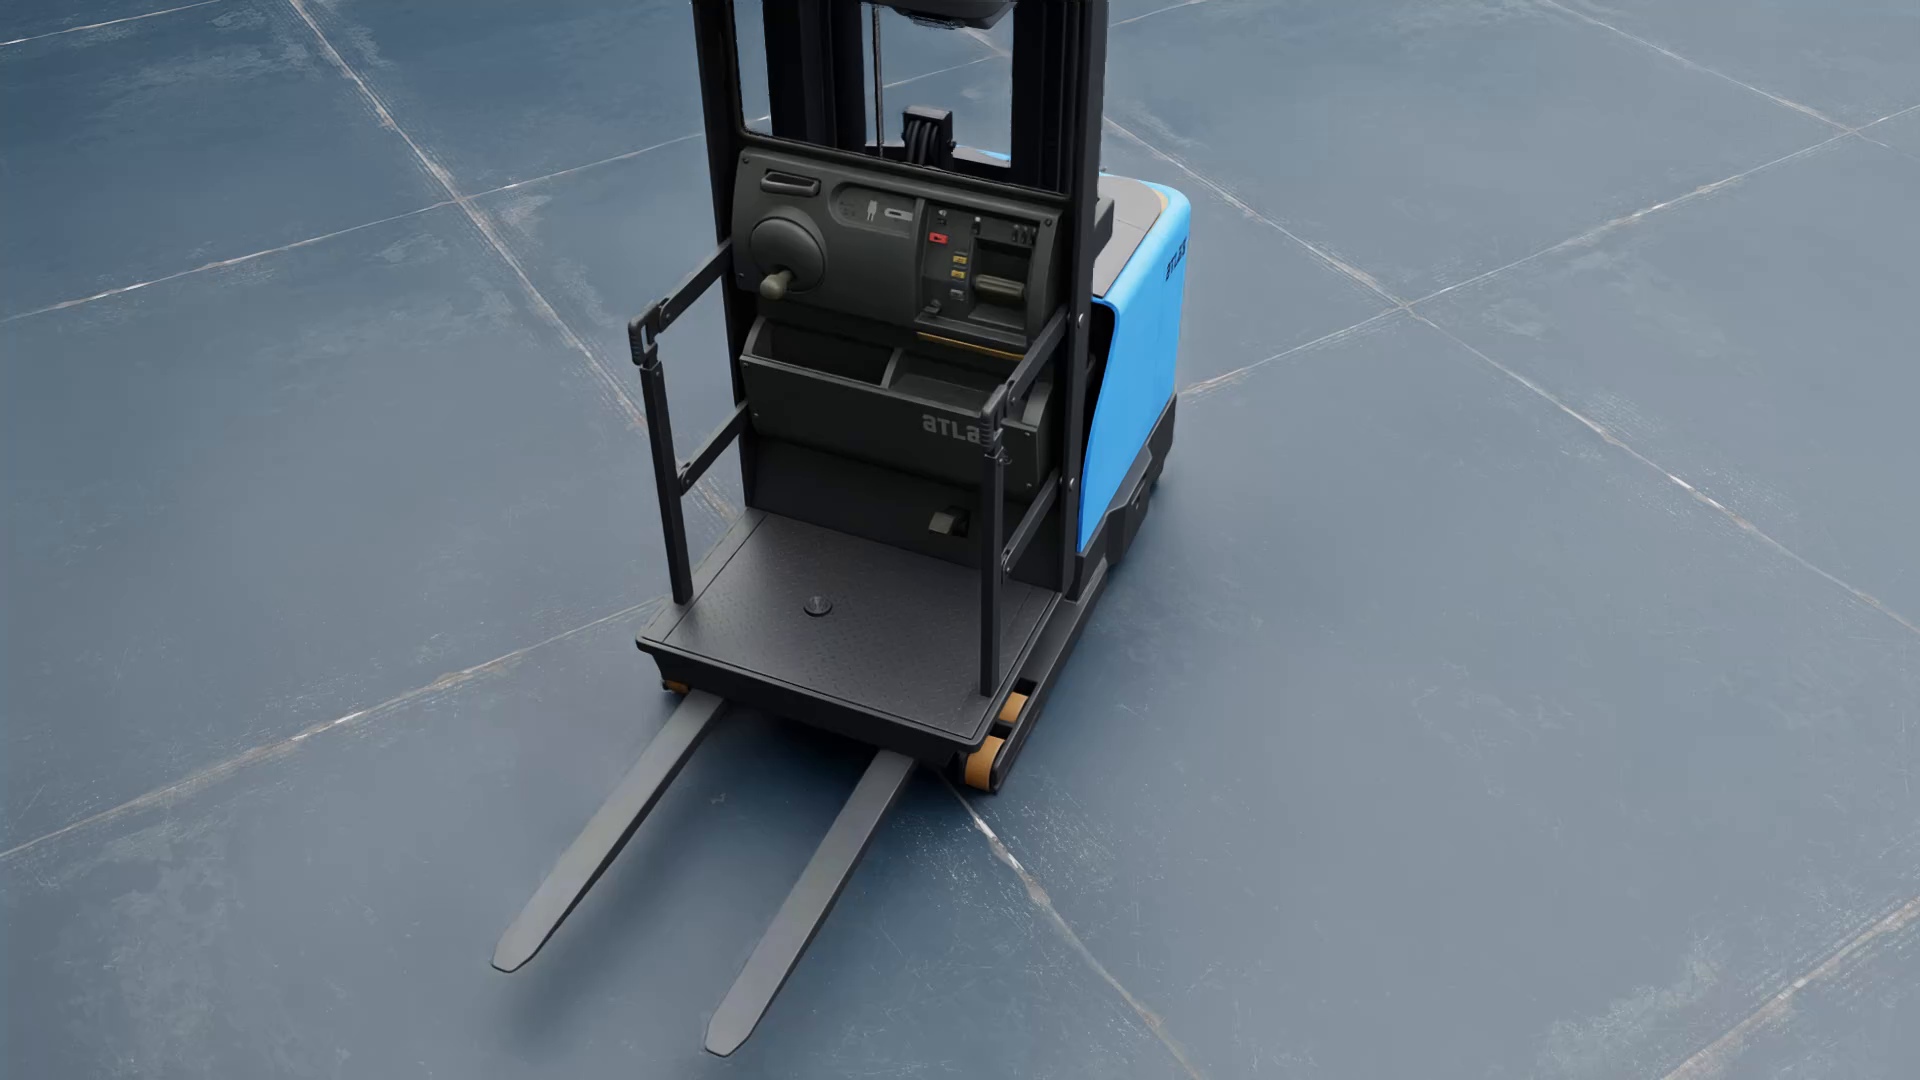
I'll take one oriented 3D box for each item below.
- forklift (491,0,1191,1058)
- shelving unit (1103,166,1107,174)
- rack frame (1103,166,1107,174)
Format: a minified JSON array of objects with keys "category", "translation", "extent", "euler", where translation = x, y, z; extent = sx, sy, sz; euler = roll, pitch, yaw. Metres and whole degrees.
[{"category":"forklift","translation":[-0.269,-0.706,4.308],"extent":[1.130,2.935,3.031],"euler":[15,42,17]},{"category":"shelving unit","translation":[0.365,-0.939,6.161],"extent":[0.210,0.900,0.258],"euler":[17,39,19]},{"category":"rack frame","translation":[0.457,-0.911,6.127],"extent":[0.006,0.900,0.240],"euler":[17,39,19]}]
